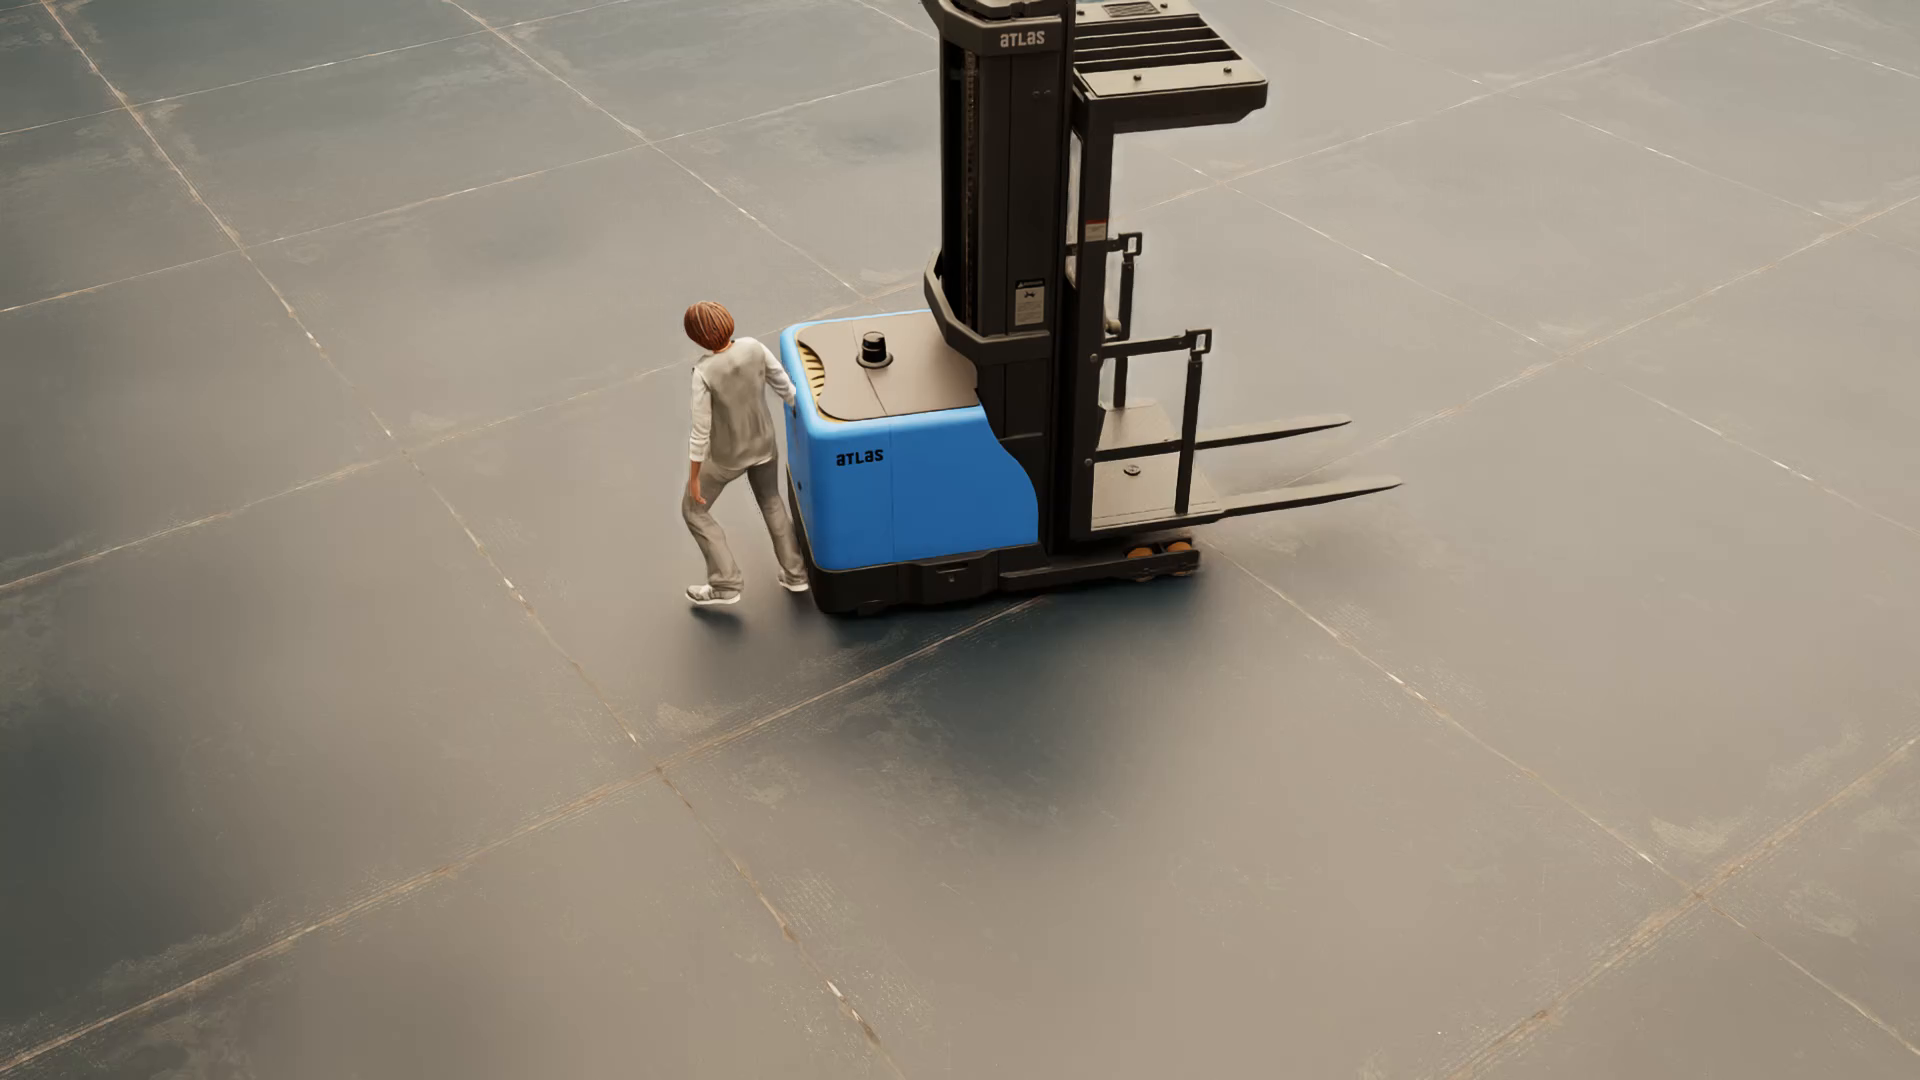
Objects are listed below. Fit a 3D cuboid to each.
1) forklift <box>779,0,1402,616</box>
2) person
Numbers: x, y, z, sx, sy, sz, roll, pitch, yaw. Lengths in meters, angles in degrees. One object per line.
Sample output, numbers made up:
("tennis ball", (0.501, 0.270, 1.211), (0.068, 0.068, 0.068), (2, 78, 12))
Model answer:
("forklift", (0.692, -1.275, 7.669), (3.031, 2.935, 1.130), (-8, 37, -11))
("person", (-0.957, -0.387, 7.628), (0.730, 1.558, 0.434), (-23, 42, -28))
